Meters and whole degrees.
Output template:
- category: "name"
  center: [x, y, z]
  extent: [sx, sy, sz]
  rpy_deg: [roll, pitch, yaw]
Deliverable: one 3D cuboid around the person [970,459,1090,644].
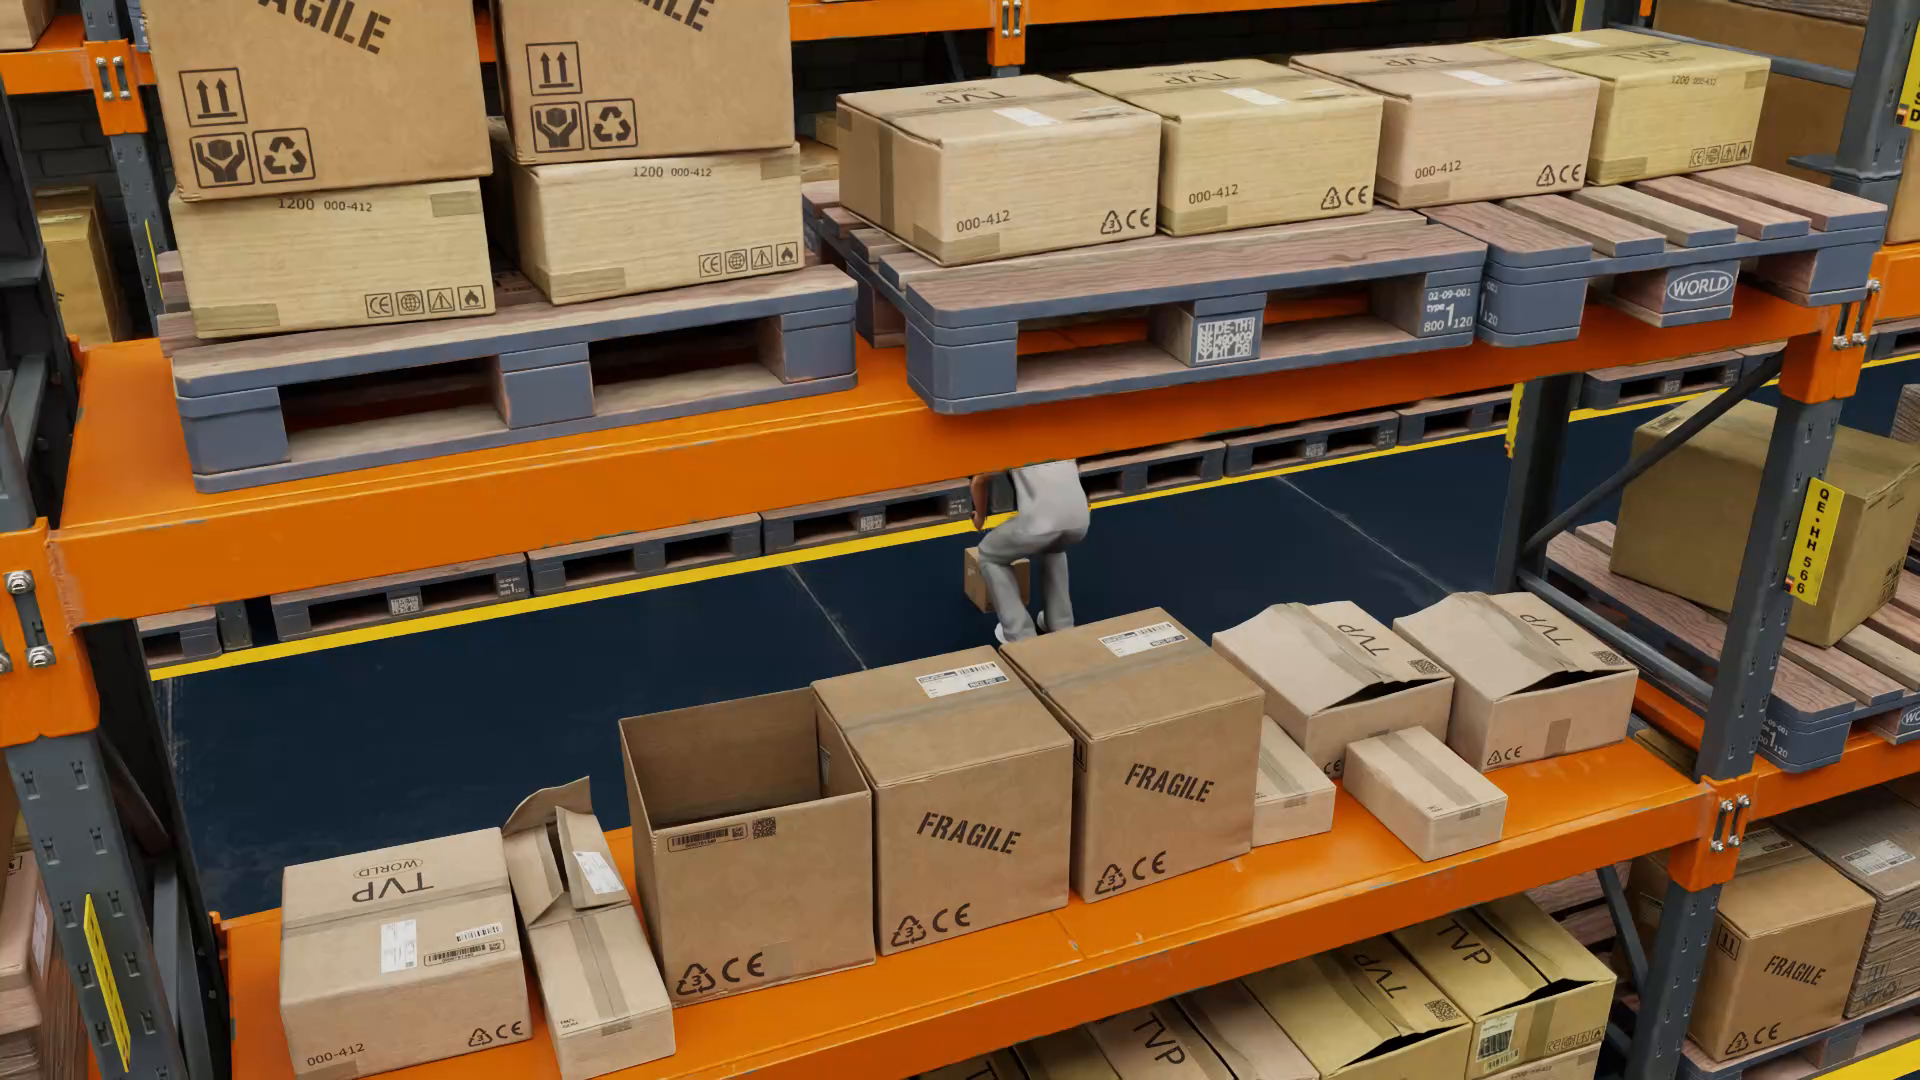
- category: "person"
  center: [0.312, -0.126, 7.769]
  extent: [0.491, 1.333, 0.667]
  rpy_deg: [-10, 28, -20]
